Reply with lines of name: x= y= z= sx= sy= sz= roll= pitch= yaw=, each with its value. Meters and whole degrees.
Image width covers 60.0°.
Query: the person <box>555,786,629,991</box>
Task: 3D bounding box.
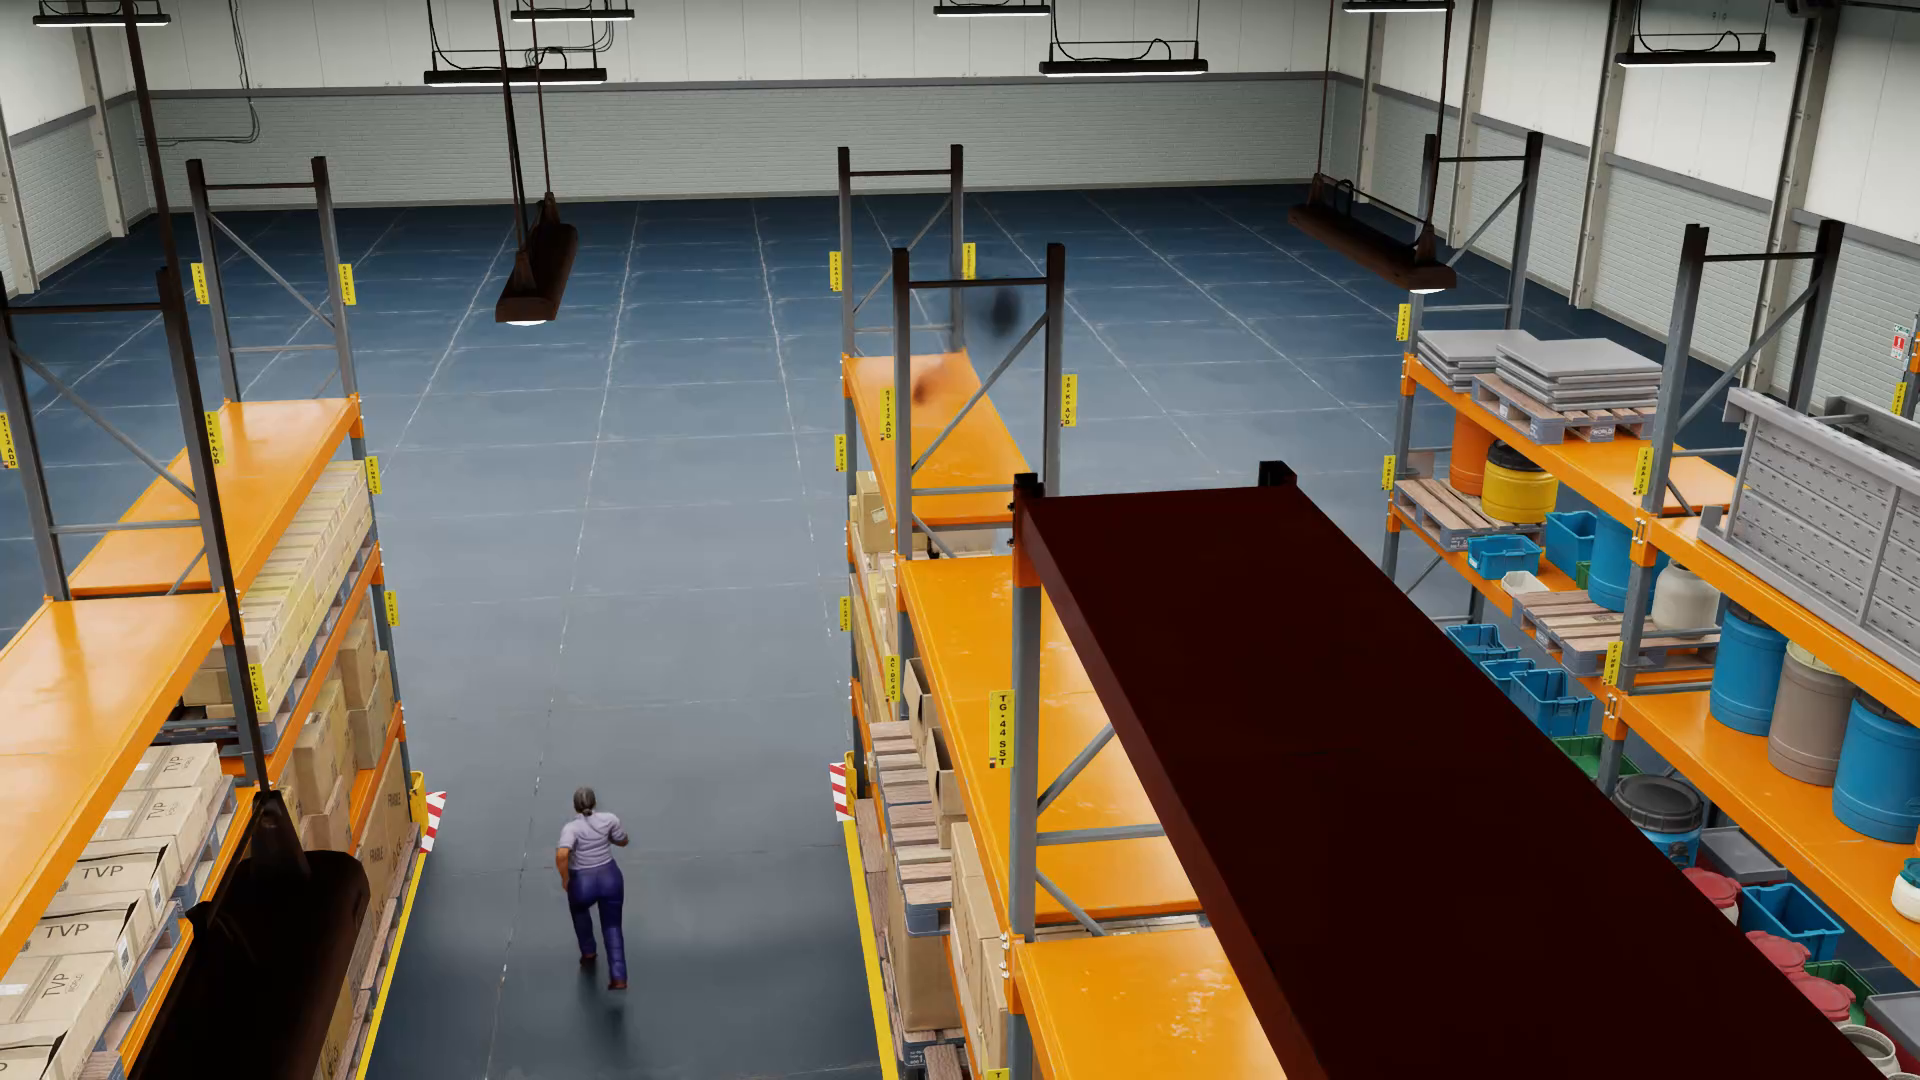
person: x=-2.766 y=2.701 z=12.672 sx=0.610 sy=1.711 sz=0.879 roll=-10 pitch=24 yaw=-23
